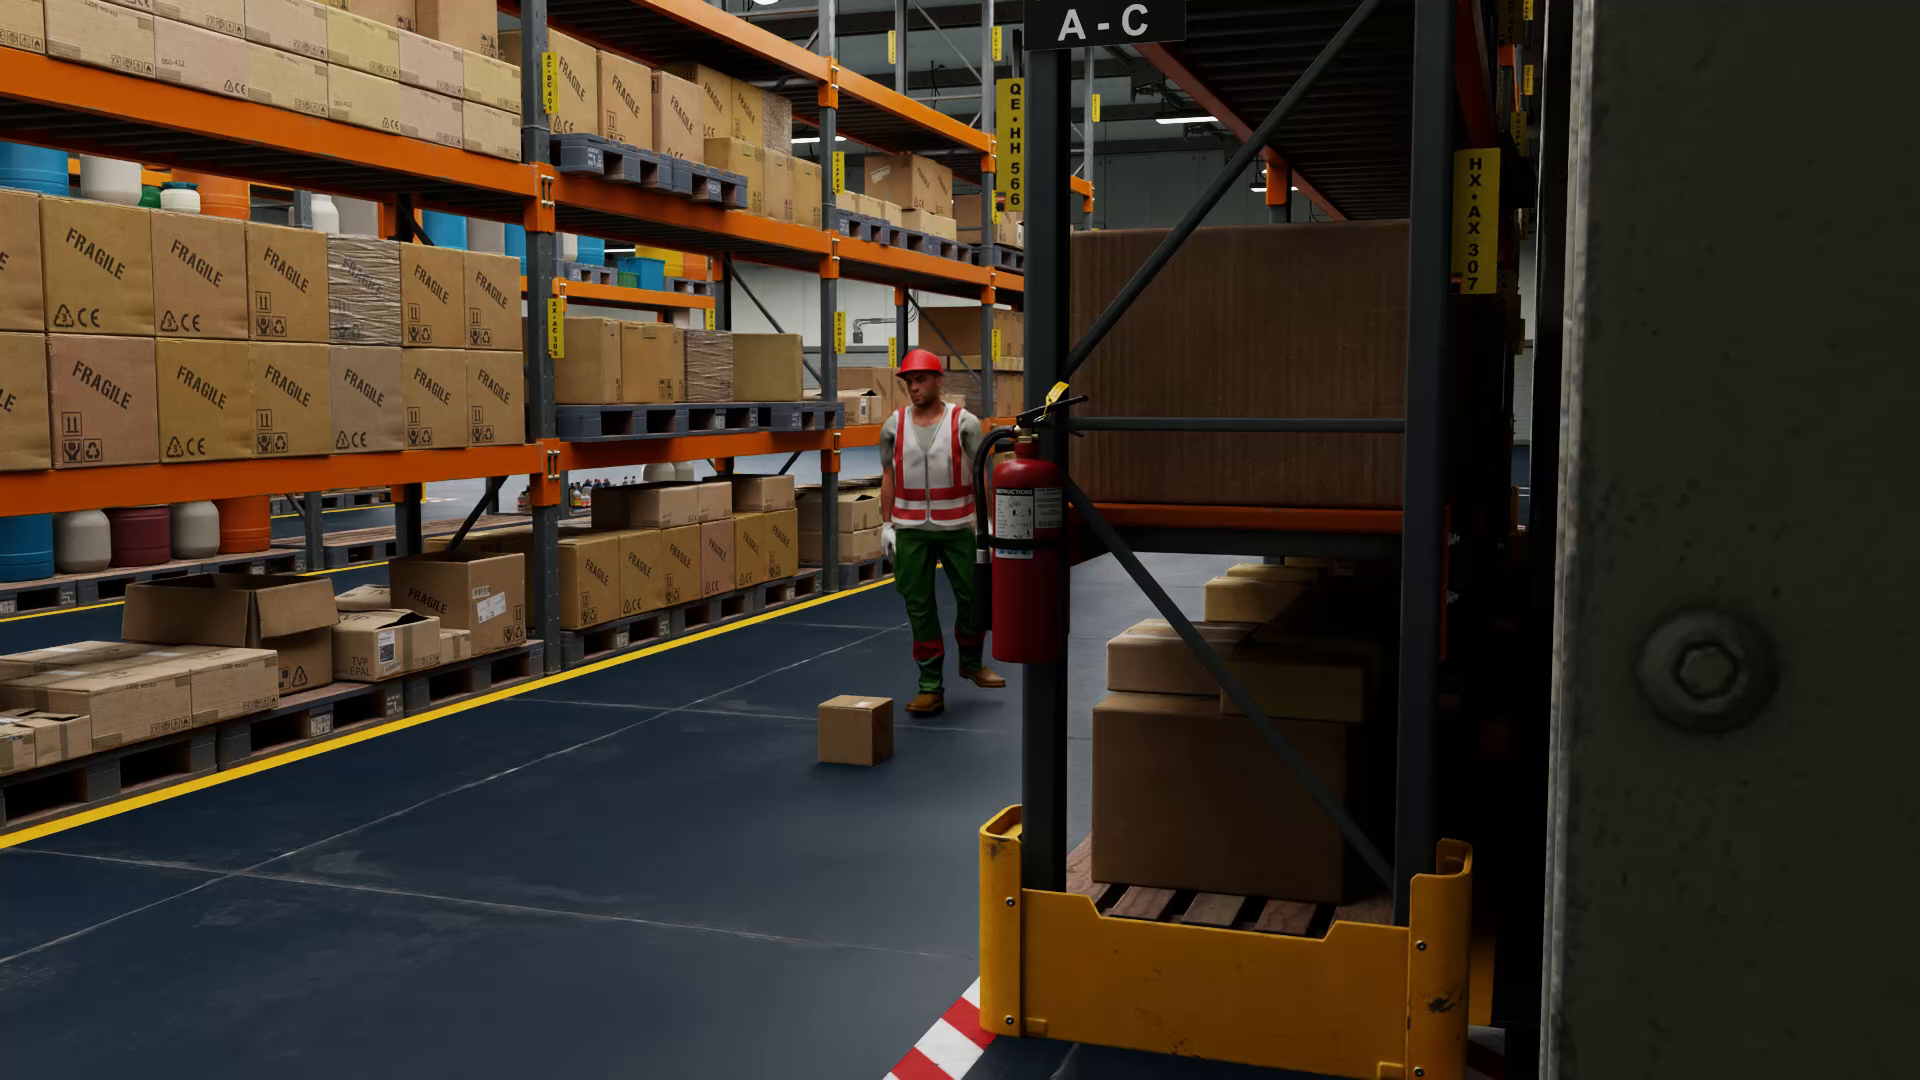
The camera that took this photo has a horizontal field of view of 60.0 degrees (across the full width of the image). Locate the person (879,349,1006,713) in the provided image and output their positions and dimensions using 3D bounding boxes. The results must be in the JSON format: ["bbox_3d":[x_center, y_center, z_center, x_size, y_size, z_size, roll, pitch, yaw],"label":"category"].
[{"bbox_3d":[-0.087,-0.053,8.287,0.622,1.785,0.601,1,5,7],"label":"person"}]
